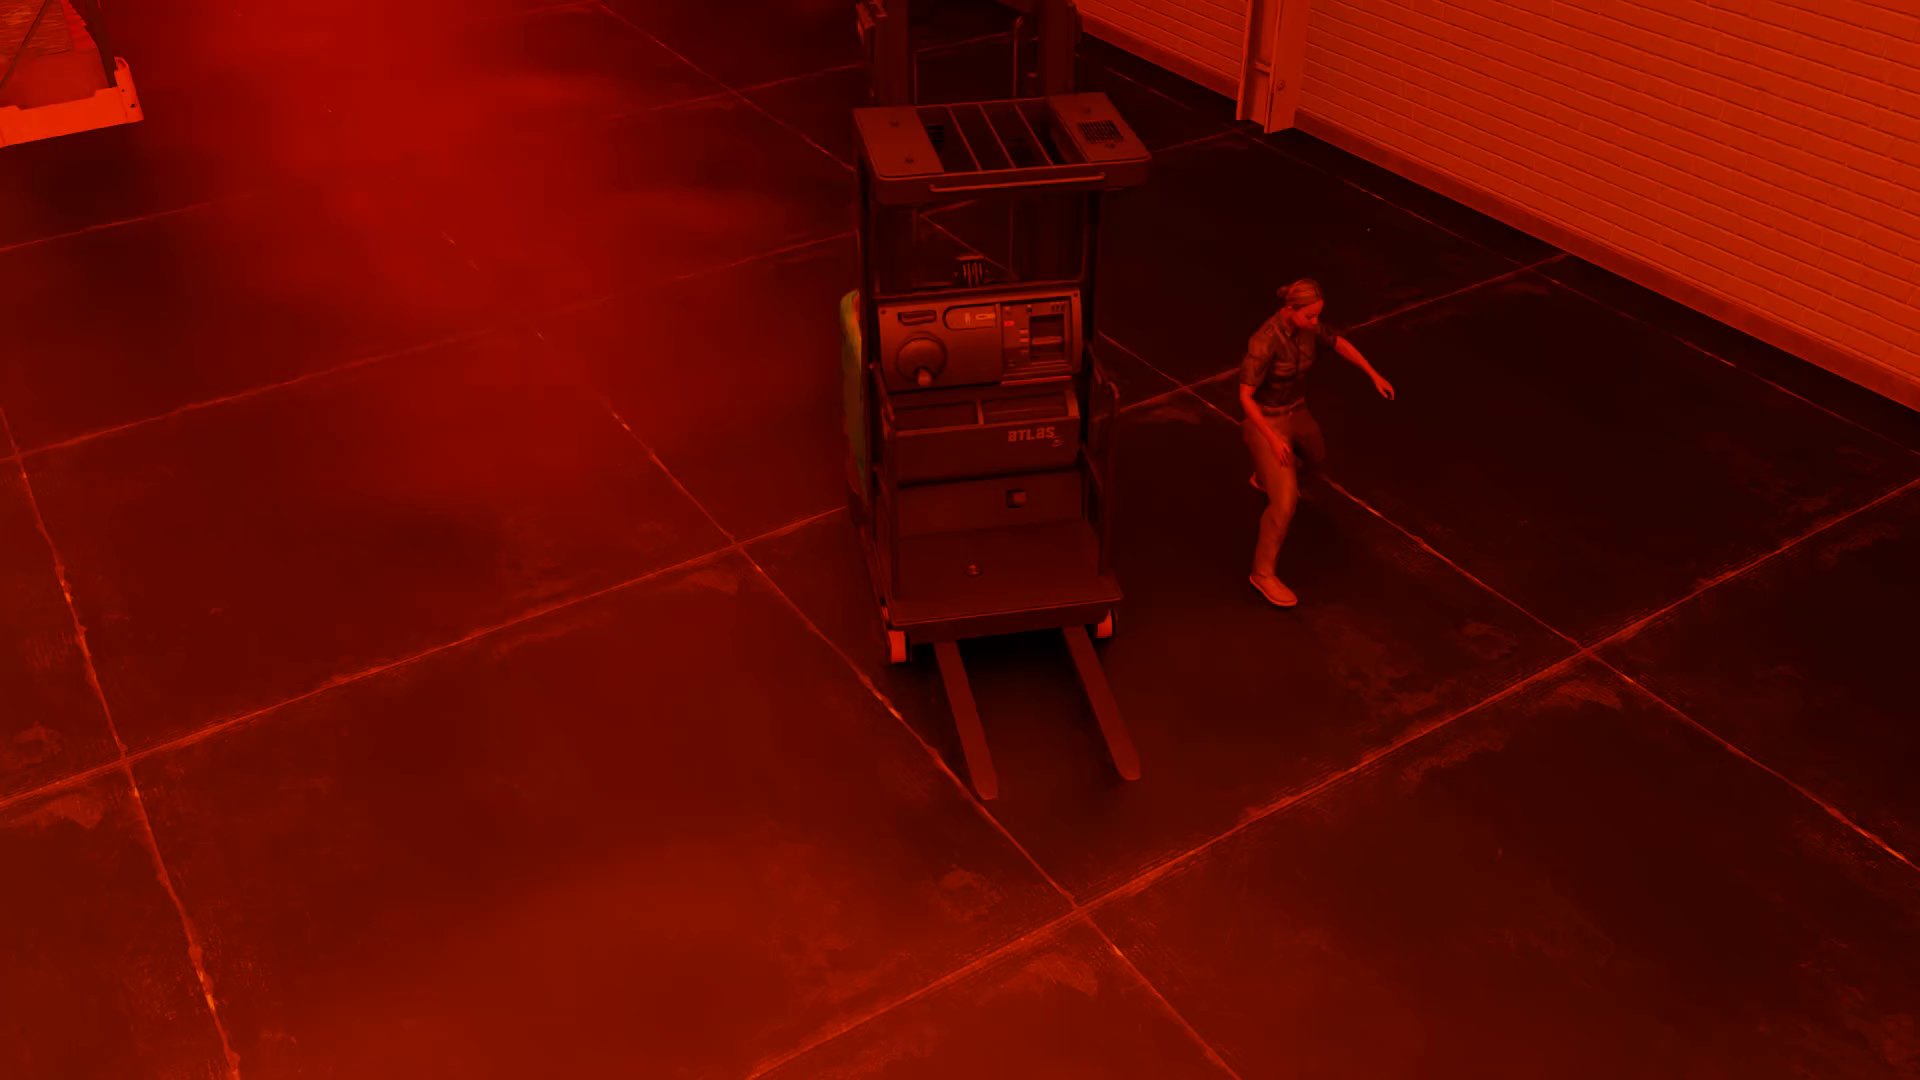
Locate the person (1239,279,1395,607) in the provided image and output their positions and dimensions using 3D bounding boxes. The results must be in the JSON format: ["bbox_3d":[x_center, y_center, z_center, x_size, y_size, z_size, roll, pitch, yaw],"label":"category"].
[{"bbox_3d":[1.673,-0.591,8.295,0.961,1.516,0.887,-27,43,-33],"label":"person"}]

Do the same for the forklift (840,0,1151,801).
[{"bbox_3d":[0.138,-0.845,7.351,1.130,2.935,3.031,-6,36,-9],"label":"forklift"}]
